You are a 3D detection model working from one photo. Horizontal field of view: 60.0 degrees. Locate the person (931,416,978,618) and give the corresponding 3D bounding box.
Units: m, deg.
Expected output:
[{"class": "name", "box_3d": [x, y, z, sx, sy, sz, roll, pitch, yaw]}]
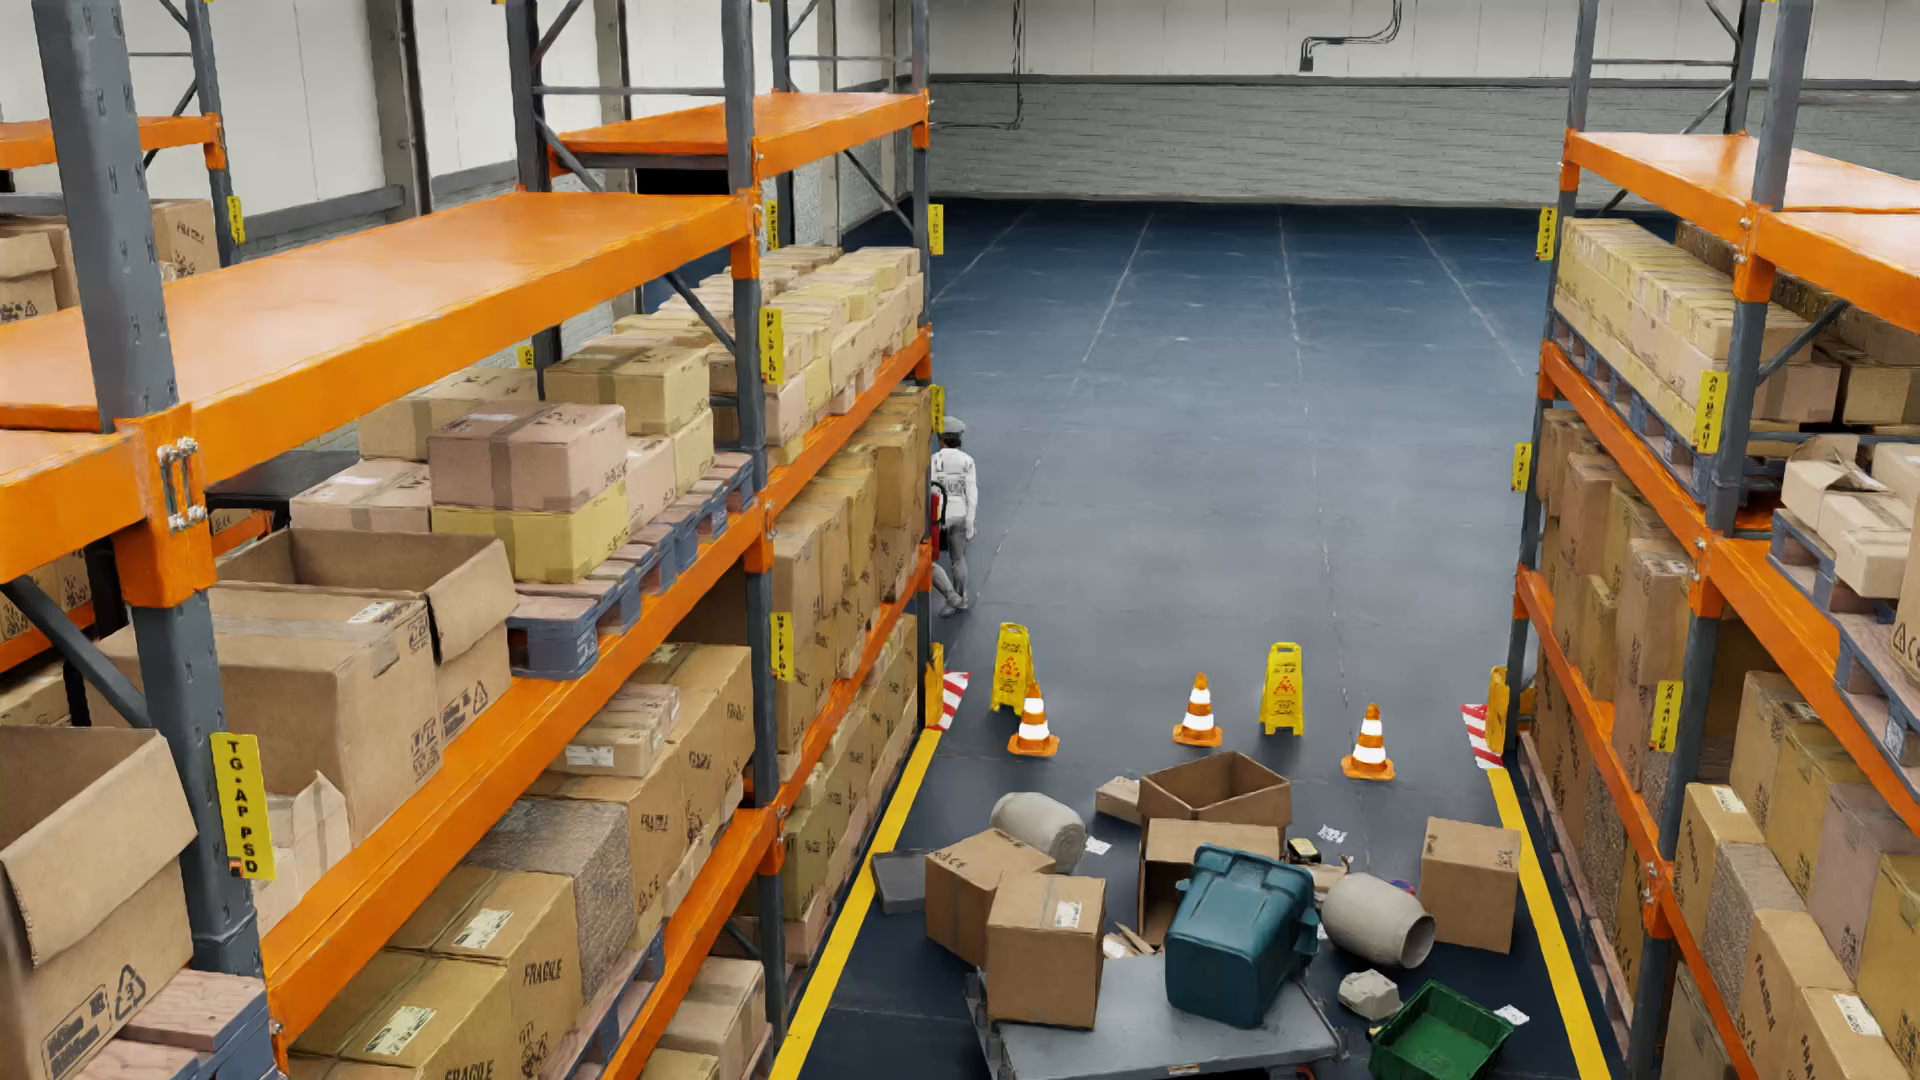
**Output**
[{"class": "person", "box_3d": [-0.074, -0.171, 13.516, 0.540, 1.669, 0.671, -11, 21, -30]}]
